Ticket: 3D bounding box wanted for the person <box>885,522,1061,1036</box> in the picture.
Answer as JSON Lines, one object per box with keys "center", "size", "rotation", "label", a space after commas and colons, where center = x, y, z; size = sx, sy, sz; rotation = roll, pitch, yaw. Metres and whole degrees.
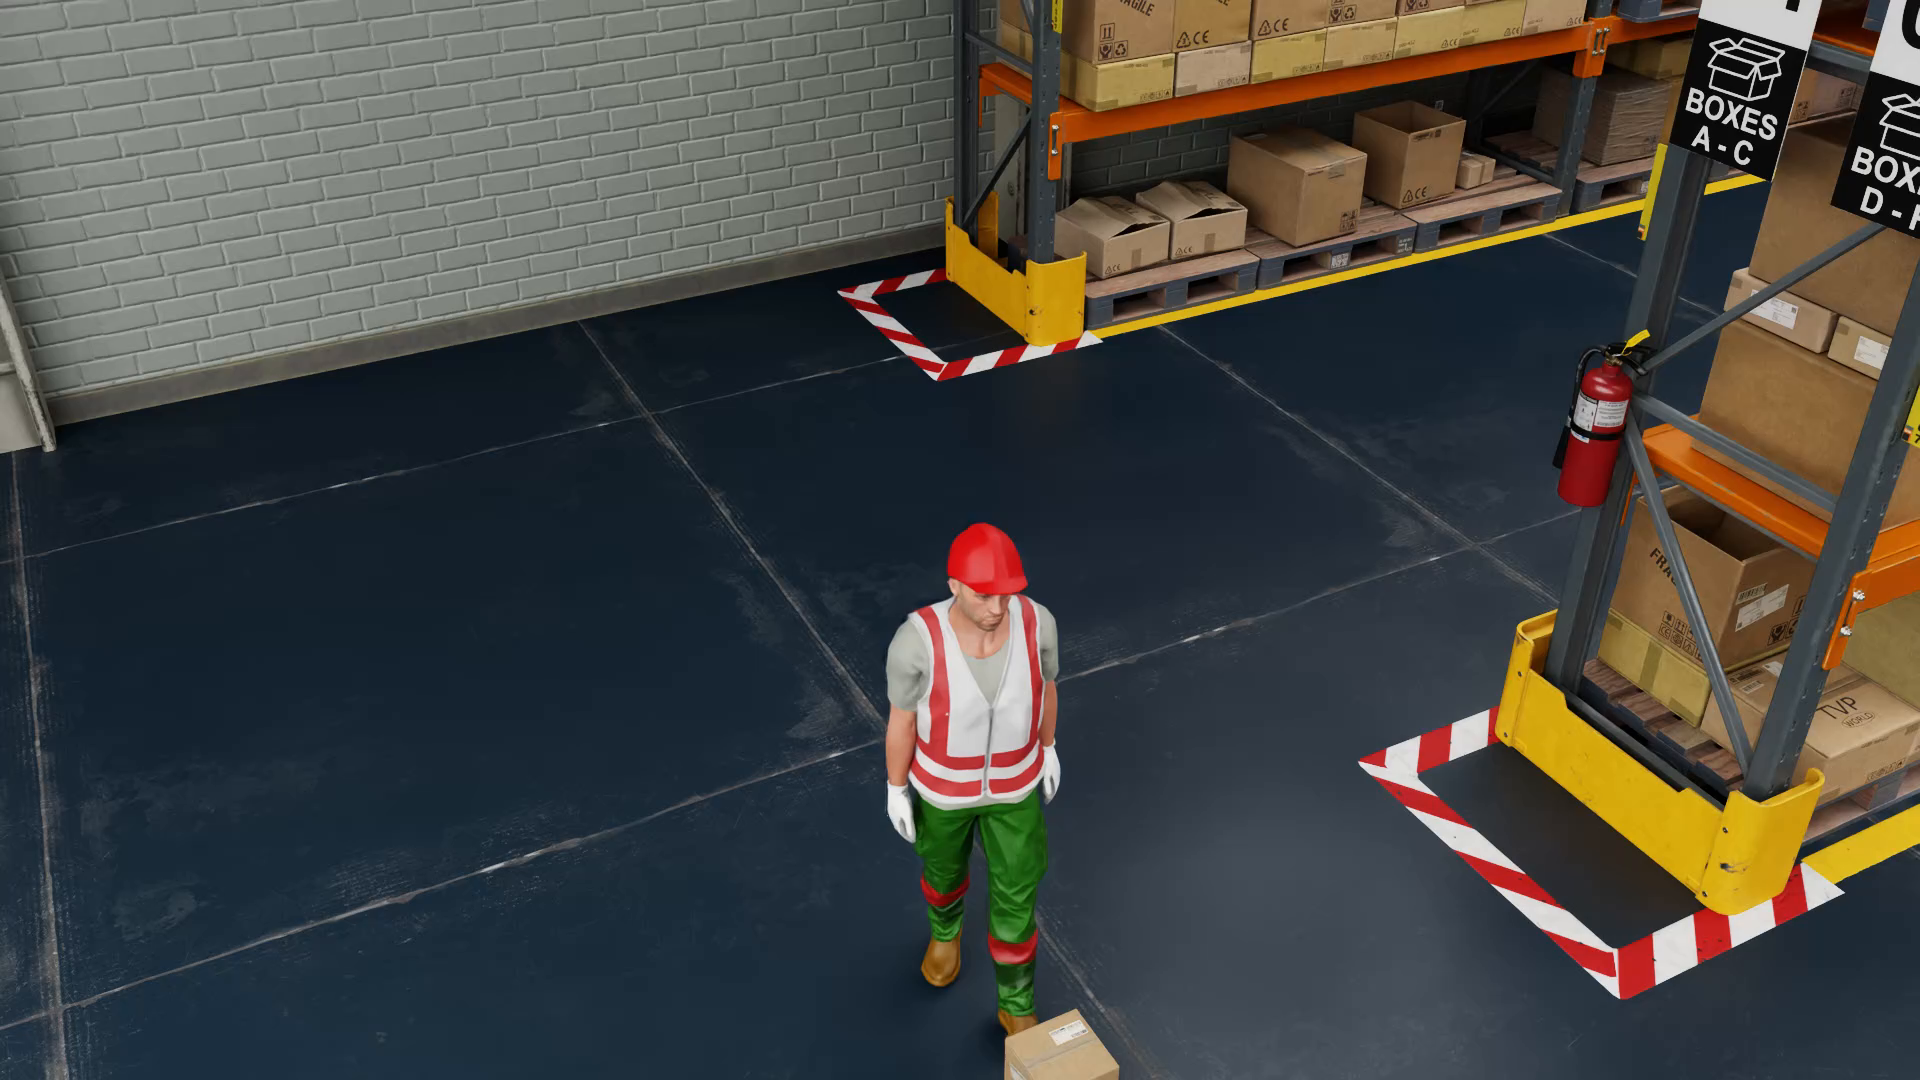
{"center": [0.064, 0.750, 4.937], "size": [0.555, 1.787, 0.686], "rotation": [-6, 33, -9], "label": "person"}
